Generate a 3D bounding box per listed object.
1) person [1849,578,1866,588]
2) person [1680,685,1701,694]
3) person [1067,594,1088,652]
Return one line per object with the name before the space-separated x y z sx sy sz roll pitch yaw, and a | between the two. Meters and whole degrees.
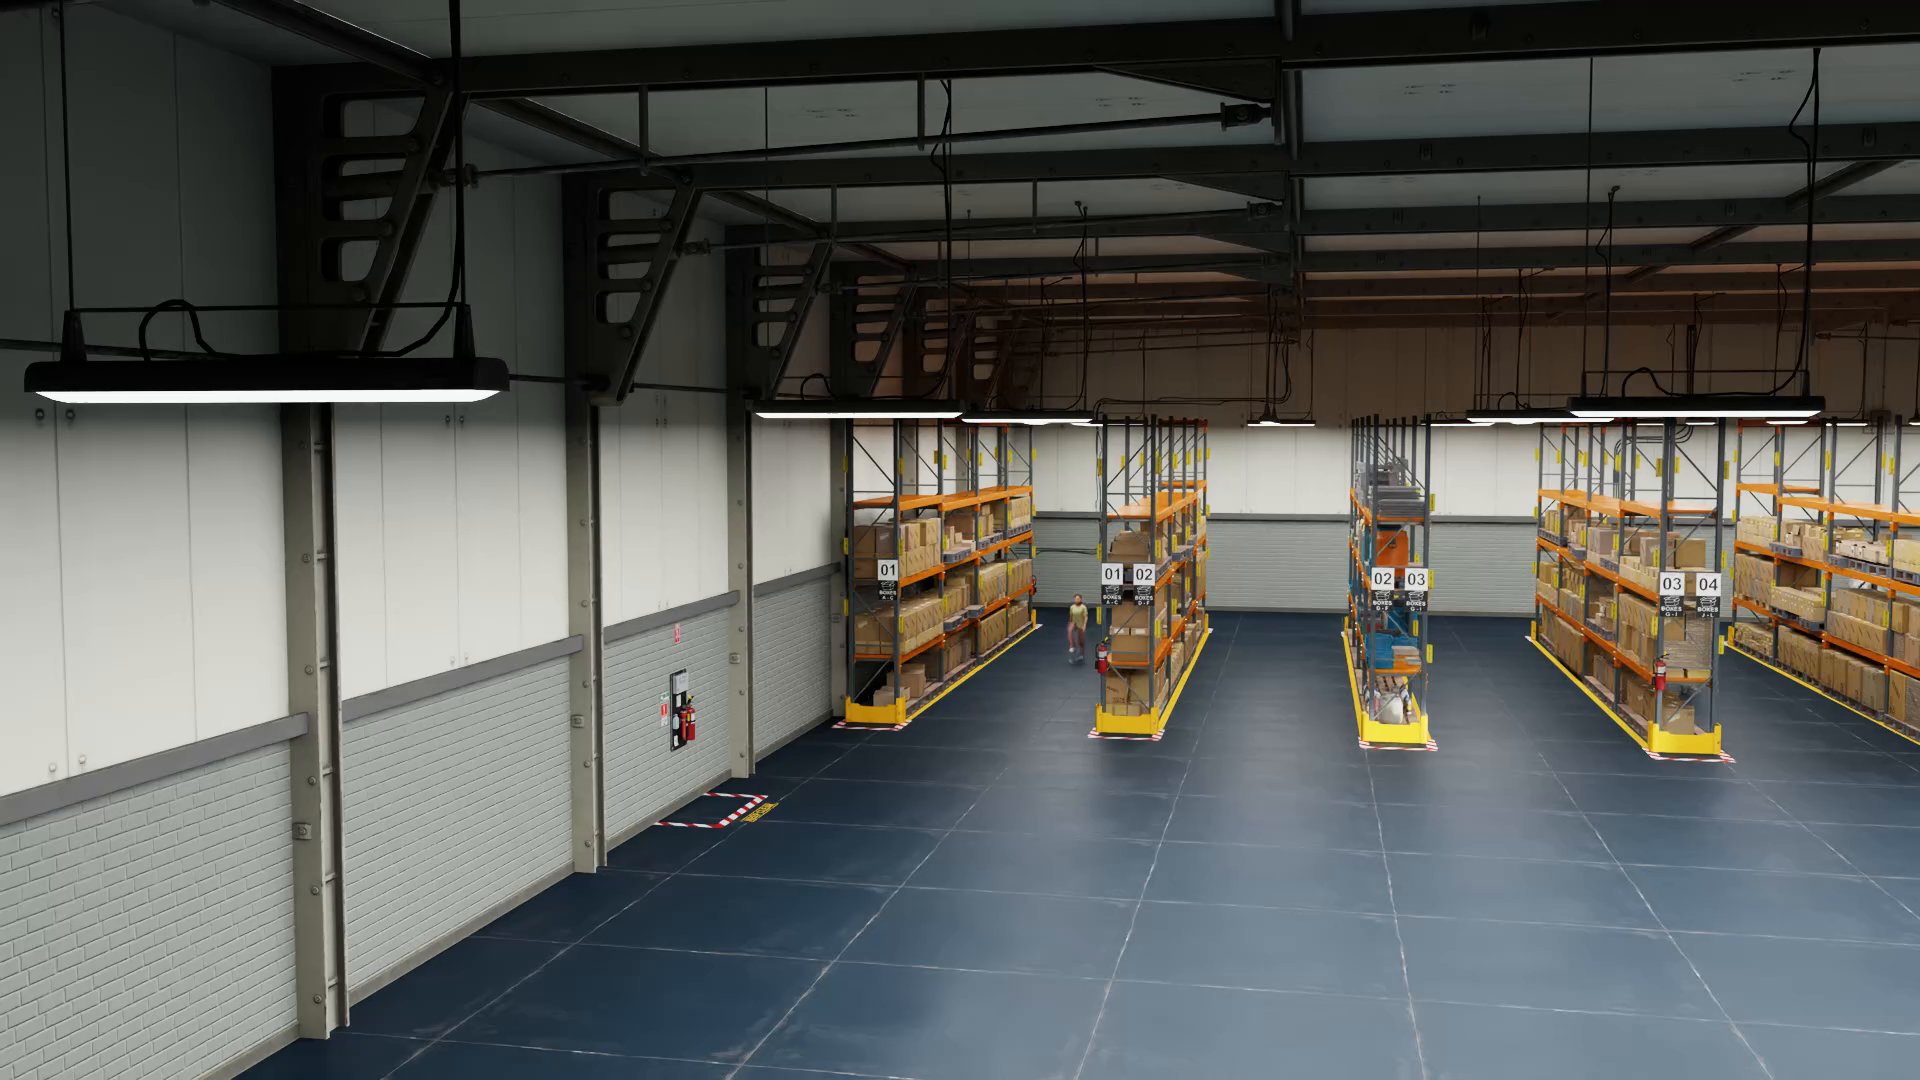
person | 25.569 1.671 47.363 0.707 1.762 0.580 -1 4 -8
person | 15.761 2.446 36.013 0.572 1.773 0.535 1 4 18
person | 2.889 2.030 40.834 0.486 1.393 1.077 0 4 6
